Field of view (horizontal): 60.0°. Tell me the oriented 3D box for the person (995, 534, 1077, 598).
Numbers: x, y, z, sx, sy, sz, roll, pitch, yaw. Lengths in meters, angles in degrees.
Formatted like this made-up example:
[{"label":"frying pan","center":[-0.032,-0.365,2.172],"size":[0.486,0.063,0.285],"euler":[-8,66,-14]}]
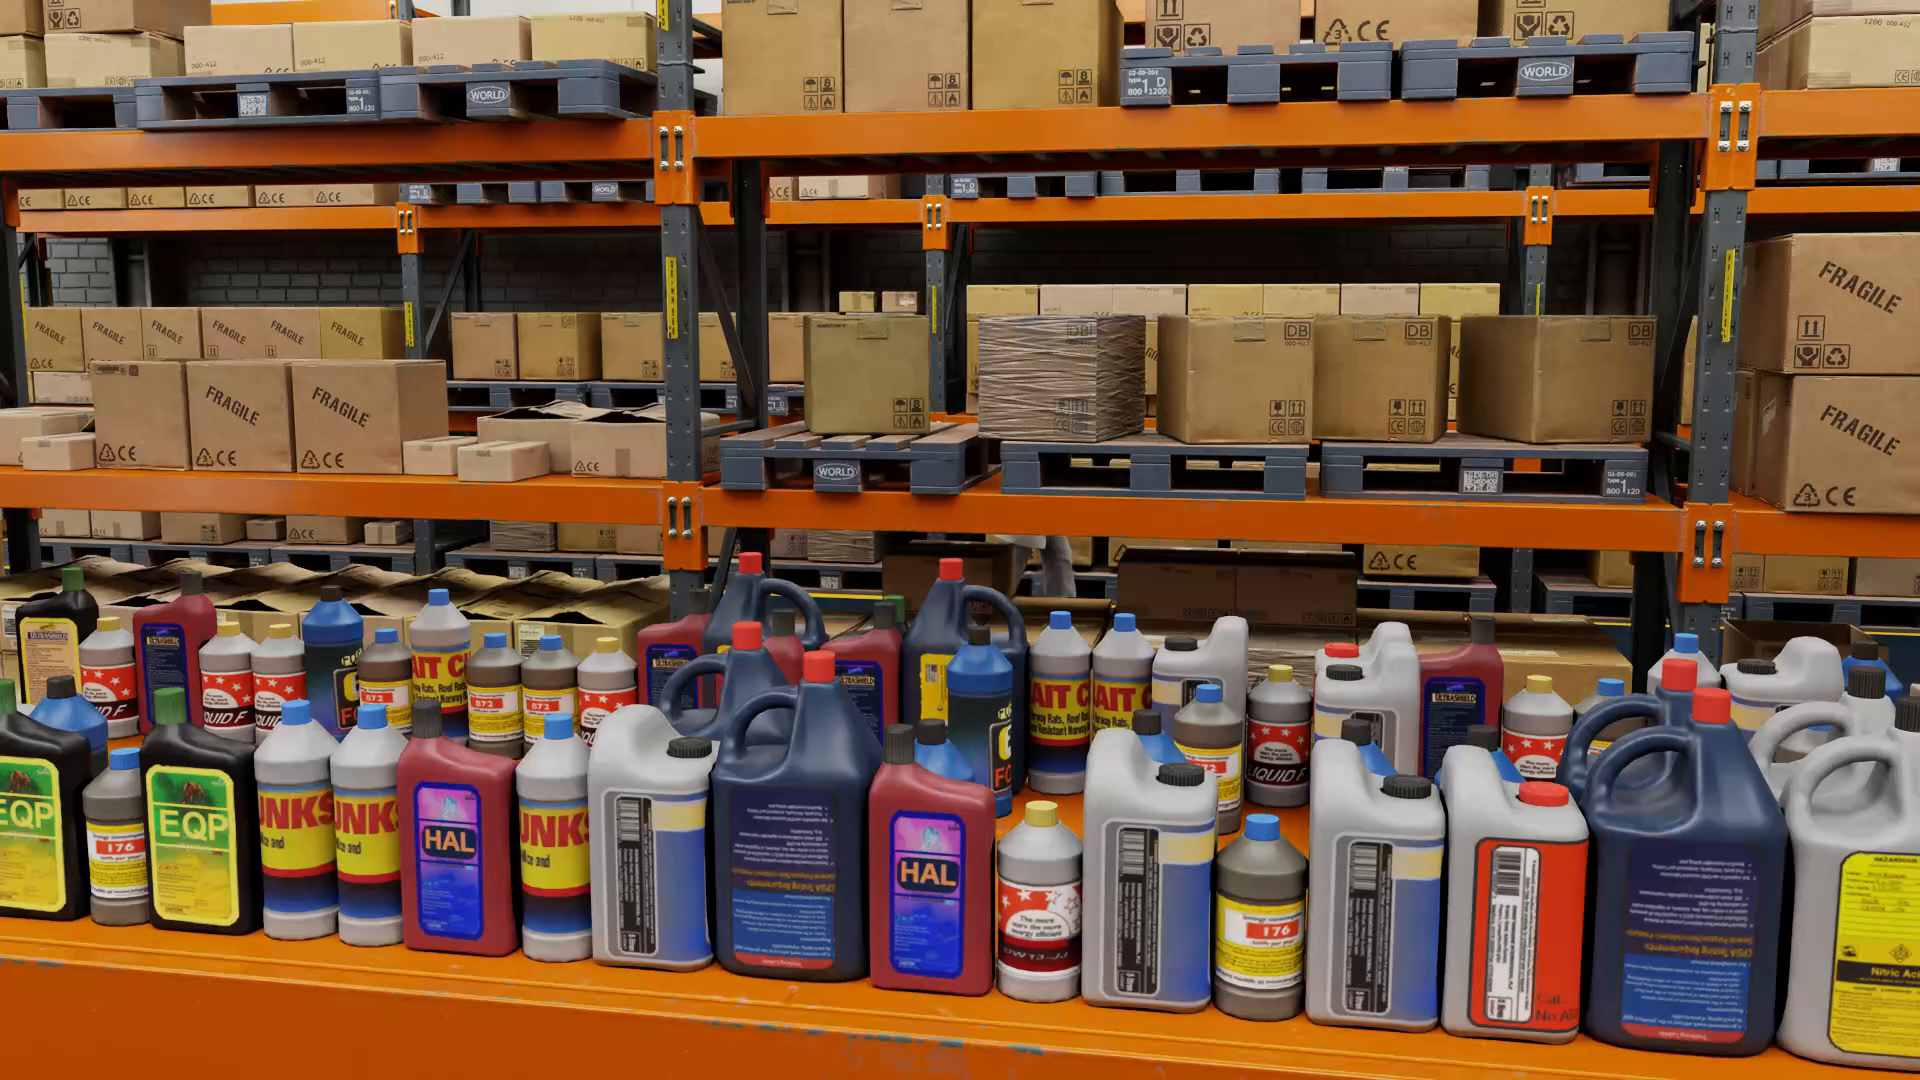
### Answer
[{"label":"person","center":[0.437,-0.197,9.863],"size":[0.793,1.804,0.618],"euler":[1,8,11]}]
